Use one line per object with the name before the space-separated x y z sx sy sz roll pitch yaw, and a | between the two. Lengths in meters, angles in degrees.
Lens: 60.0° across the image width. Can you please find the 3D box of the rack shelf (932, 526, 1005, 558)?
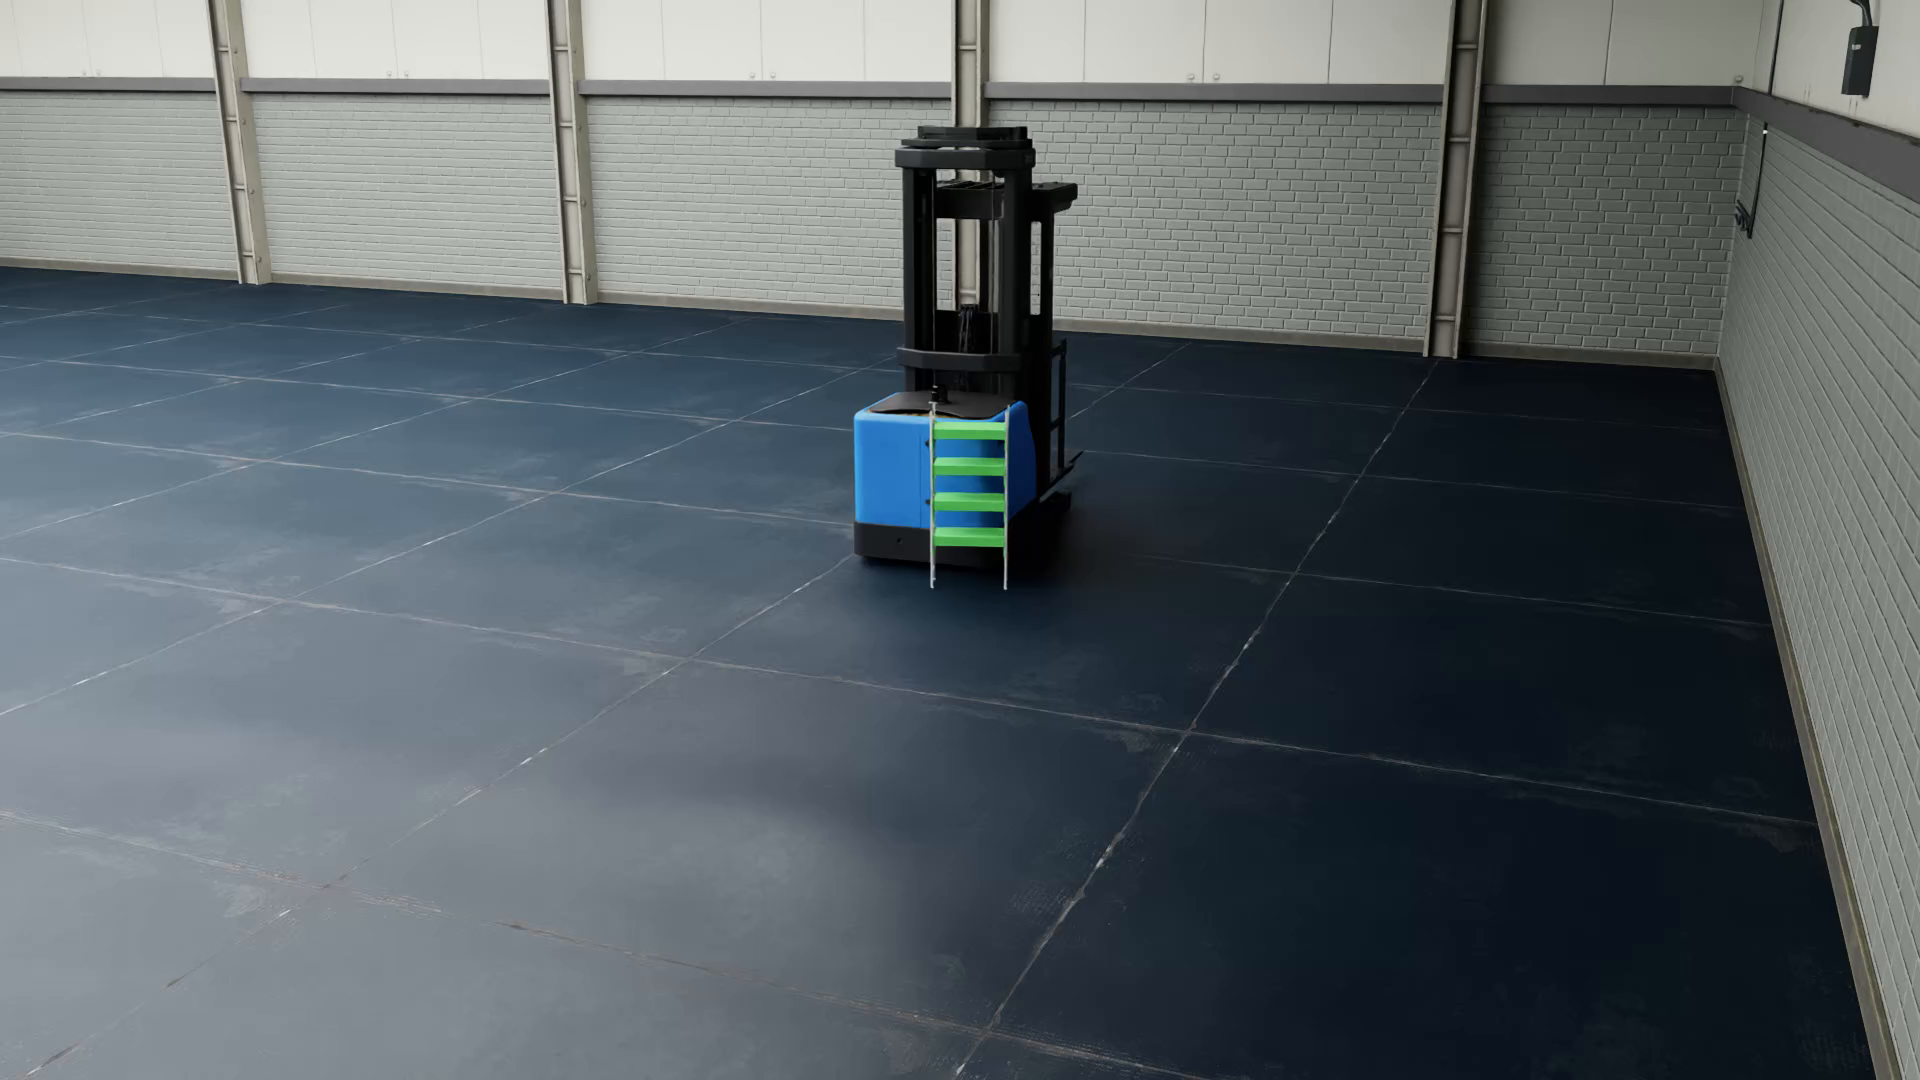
rack shelf | 0.064 0.011 11.070 0.480 0.148 0.258 1 16 4

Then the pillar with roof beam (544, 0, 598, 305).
pillar with roof beam | -7.032 -6.622 18.843 0.400 9.000 9.100 6 17 21

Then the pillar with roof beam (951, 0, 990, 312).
pillar with roof beam | -1.450 -6.008 16.729 0.400 9.000 9.100 6 17 21

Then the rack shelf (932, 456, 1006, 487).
rack shelf | 0.064 -0.452 10.941 0.480 0.148 0.258 1 16 4

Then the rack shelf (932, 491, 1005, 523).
rack shelf | 0.064 -0.221 11.005 0.480 0.148 0.258 1 16 4

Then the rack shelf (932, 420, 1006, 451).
rack shelf | 0.065 -0.683 10.877 0.480 0.148 0.258 1 16 4

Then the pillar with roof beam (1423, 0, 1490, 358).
pillar with roof beam | 4.131 -5.394 14.615 0.400 9.000 9.100 6 17 21

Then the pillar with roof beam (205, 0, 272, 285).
pillar with roof beam | -12.613 -7.236 20.957 0.400 9.000 9.100 6 17 21

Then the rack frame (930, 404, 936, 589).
rack frame | -0.179 -0.287 11.004 0.015 1.200 0.240 1 16 4

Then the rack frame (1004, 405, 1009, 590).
rack frame | 0.308 -0.278 10.973 0.015 1.200 0.240 1 16 4

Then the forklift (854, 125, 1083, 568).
forklift | 0.222 -1.587 12.382 1.130 2.935 3.031 5 17 18

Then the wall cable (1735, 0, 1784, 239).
wall cable | 7.966 -4.375 16.674 0.112 2.526 3.097 6 17 21

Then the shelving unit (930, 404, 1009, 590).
shelving unit | 0.064 -0.282 10.988 0.503 1.200 0.258 1 16 4

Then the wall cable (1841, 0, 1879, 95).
wall cable | 4.468 -5.039 7.292 0.169 6.003 2.305 6 17 21
